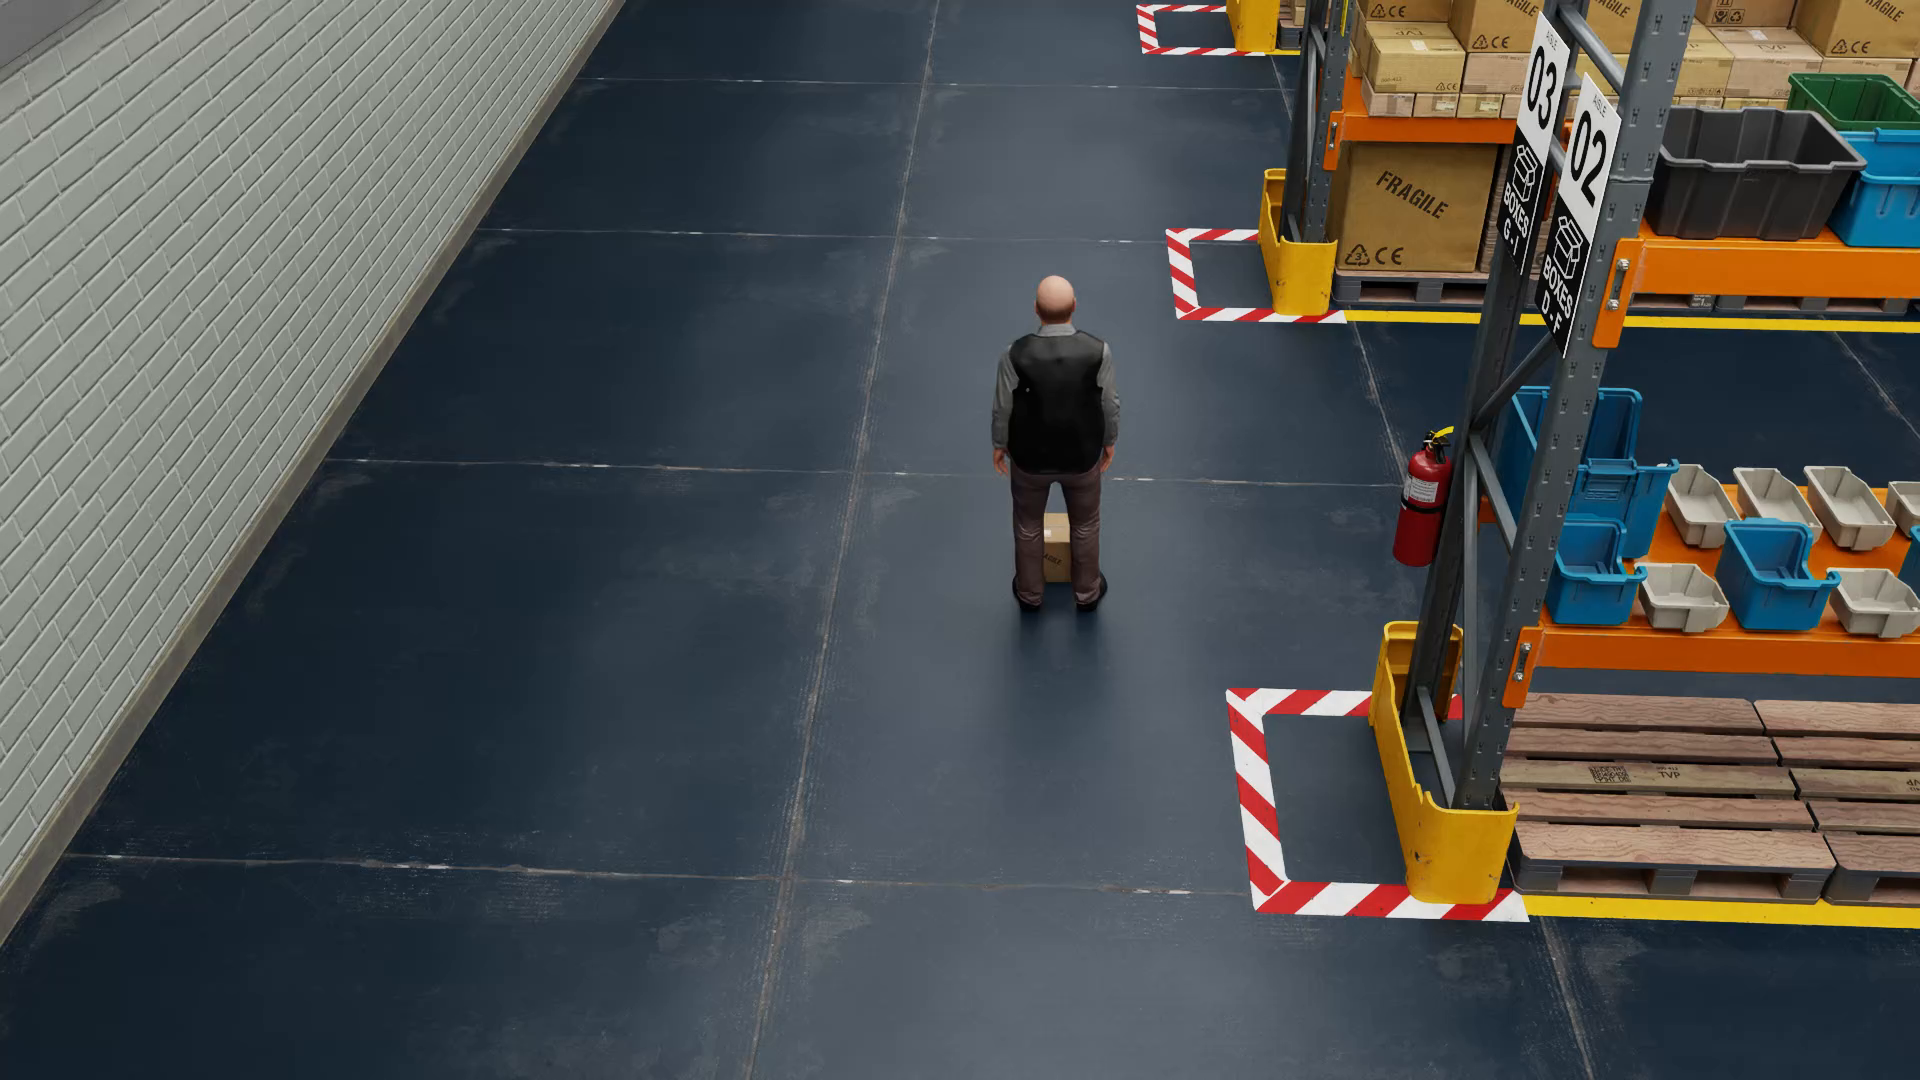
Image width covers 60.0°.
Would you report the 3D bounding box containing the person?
[{"bbox_3d":[0.439,-0.398,7.696,0.594,1.722,0.414,0,35,-1],"label":"person"}]
